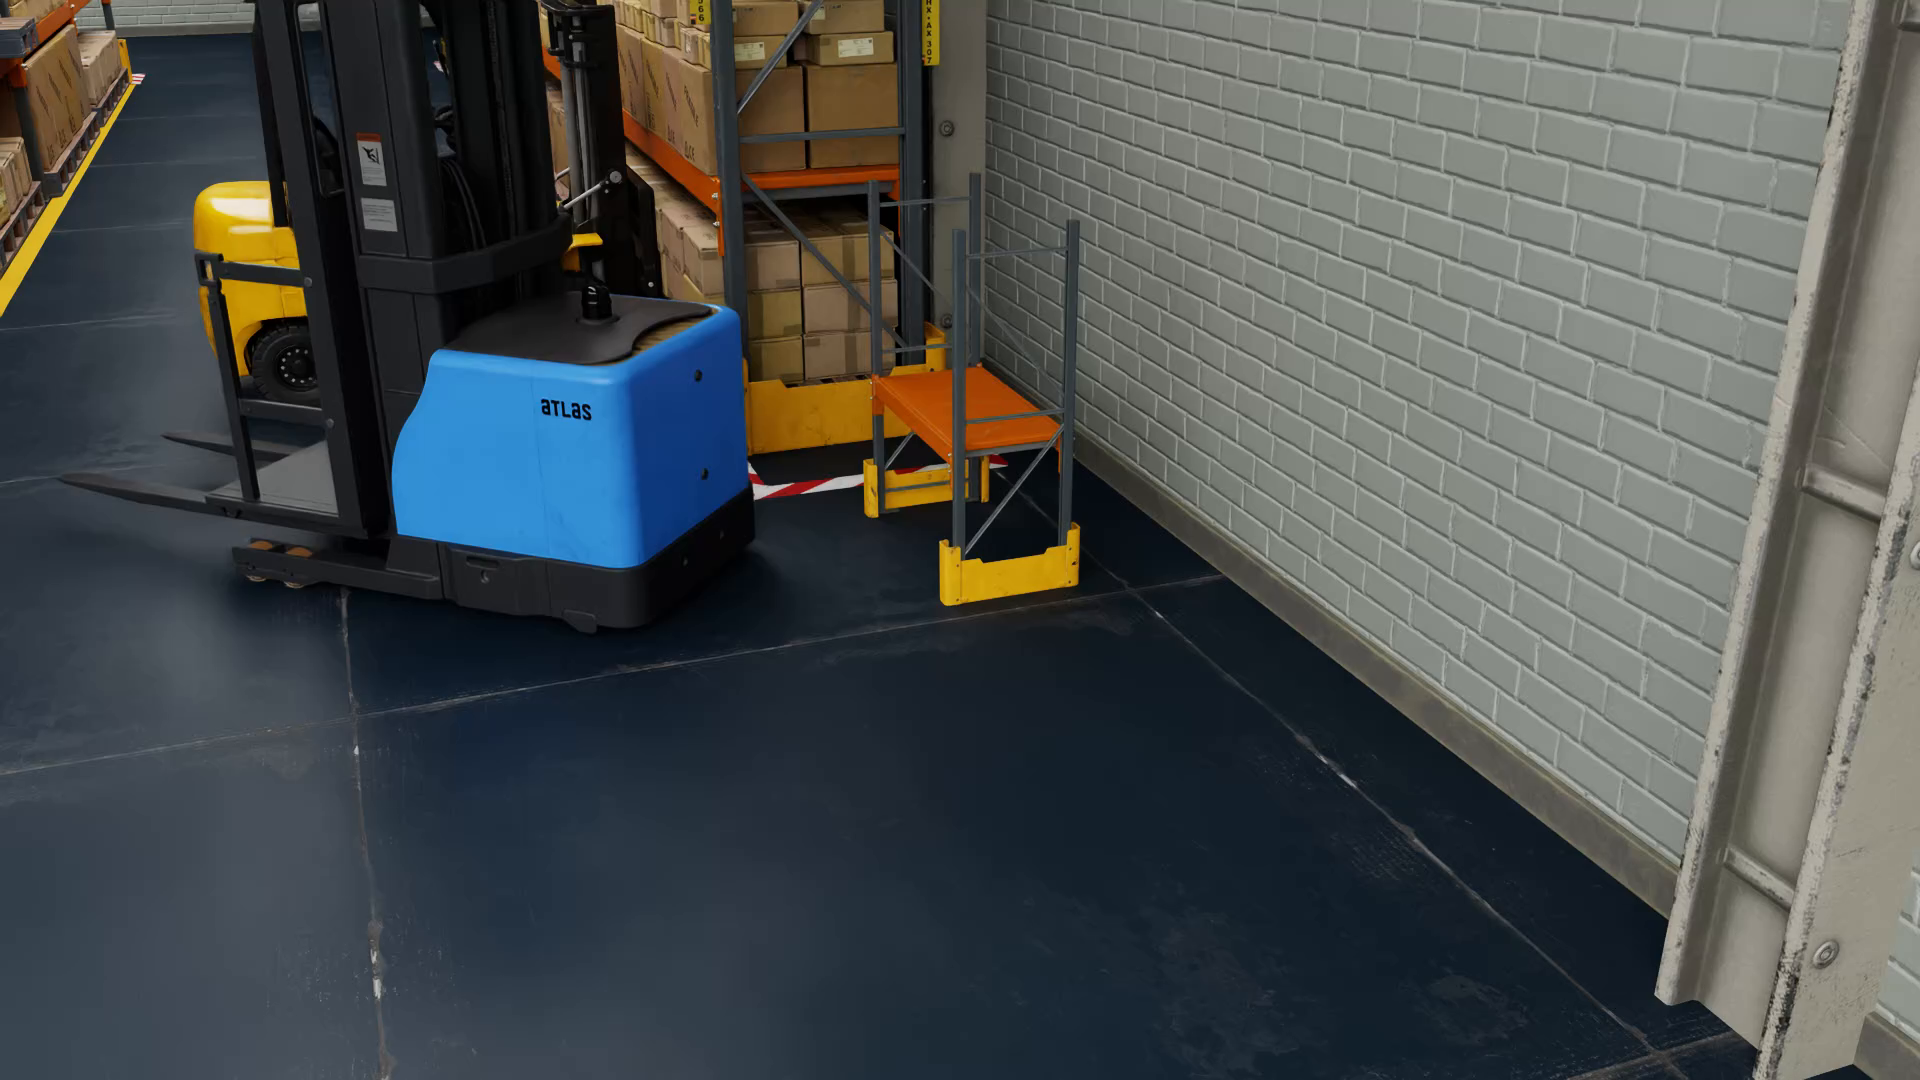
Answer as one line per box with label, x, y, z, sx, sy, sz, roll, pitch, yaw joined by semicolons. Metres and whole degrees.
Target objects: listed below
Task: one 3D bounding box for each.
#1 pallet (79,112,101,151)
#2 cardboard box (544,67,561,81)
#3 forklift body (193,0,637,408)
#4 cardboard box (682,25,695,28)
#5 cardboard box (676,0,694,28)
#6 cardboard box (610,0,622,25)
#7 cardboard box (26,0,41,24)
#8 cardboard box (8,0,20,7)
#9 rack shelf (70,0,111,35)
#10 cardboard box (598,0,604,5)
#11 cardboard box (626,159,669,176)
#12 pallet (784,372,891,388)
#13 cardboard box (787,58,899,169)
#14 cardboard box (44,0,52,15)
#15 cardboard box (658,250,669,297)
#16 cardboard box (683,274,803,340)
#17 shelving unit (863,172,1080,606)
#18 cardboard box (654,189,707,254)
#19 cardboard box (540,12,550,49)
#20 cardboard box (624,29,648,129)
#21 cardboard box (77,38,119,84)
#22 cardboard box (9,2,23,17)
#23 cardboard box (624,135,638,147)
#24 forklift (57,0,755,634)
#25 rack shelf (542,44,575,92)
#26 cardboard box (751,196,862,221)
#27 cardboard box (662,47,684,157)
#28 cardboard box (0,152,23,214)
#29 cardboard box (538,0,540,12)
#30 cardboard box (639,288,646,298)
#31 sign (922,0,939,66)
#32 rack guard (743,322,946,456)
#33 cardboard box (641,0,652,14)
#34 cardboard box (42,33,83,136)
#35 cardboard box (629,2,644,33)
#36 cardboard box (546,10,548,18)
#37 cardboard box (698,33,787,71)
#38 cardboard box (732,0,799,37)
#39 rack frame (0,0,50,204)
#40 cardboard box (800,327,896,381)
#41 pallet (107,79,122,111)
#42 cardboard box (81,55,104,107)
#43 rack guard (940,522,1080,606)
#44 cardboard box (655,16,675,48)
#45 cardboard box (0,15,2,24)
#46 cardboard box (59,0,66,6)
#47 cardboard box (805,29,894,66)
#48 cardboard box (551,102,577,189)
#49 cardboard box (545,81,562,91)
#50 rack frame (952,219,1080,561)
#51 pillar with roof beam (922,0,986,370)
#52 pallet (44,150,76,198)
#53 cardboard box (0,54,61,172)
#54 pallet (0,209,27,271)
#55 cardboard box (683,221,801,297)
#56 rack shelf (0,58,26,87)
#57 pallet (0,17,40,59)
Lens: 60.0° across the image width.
pallet;-9.207;-4.058;16.607;1.003;0.211;1.213;-8;24;-19
cardboard box;-3.906;-4.327;15.498;0.380;0.149;0.250;-10;25;-22
forklift body;-3.045;-1.983;9.185;2.313;2.155;1.214;-8;24;-19
cardboard box;-1.206;-2.559;8.496;0.380;0.149;0.250;-8;24;-18
cardboard box;-1.226;-2.695;8.436;0.380;0.149;0.250;-8;24;-18
cardboard box;-1.895;-3.202;10.020;0.380;0.149;0.250;-9;24;-20
cardboard box;-8.452;-4.679;14.681;0.500;0.250;0.500;-8;24;-17
cardboard box;-8.085;-4.539;13.707;0.500;0.250;0.500;-9;24;-19
rack shelf;-10.257;-6.008;18.569;1.077;0.370;4.000;-8;24;-19
cardboard box;-2.122;-3.488;10.699;0.380;0.149;0.250;-8;24;-18
cardboard box;-1.846;-2.191;10.298;0.500;0.250;0.500;-7;24;-17
pallet;-0.978;-0.923;9.167;1.003;0.211;1.213;-8;24;-19
cardboard box;-0.584;-2.200;8.478;0.500;0.500;0.500;-8;24;-17
cardboard box;-8.816;-5.044;15.549;0.500;0.250;0.500;-9;24;-20
cardboard box;-1.502;-1.595;9.527;0.500;0.250;0.500;-9;24;-20
cardboard box;-1.133;-1.226;8.653;0.500;0.250;0.500;-9;24;-20
shelving unit;0.027;-0.663;6.893;0.587;1.500;1.083;-8;24;-19
cardboard box;-1.496;-1.814;9.403;0.500;0.250;0.500;-8;24;-18
cardboard box;-3.023;-4.020;13.119;0.500;0.250;0.500;-8;24;-17
cardboard box;-1.632;-2.681;9.621;0.500;0.500;0.500;-8;24;-19
cardboard box;-10.305;-5.522;19.247;0.875;0.438;0.875;-8;24;-18
cardboard box;-8.074;-4.303;13.790;0.500;0.250;0.500;-9;24;-20
cardboard box;-2.204;-2.557;11.167;0.500;0.250;0.500;-9;24;-20
forklift;-2.445;-1.334;6.641;3.031;2.935;1.130;8;24;19
rack shelf;-2.788;-3.784;13.292;1.077;0.370;4.000;-8;24;-19
cardboard box;-0.841;-1.704;9.144;0.500;0.250;0.500;-8;24;-19
cardboard box;-1.263;-2.314;8.749;0.500;0.500;0.500;-8;24;-17
cardboard box;-7.678;-2.669;12.562;0.950;0.372;0.625;-9;24;-20
cardboard box;-3.223;-4.434;13.457;0.500;0.250;0.500;-9;24;-20
cardboard box;-1.670;-1.540;10.041;0.500;0.250;0.500;-8;24;-17
sign;-0.147;-2.445;7.972;0.100;0.325;0.005;-8;24;-19
rack guard;-0.660;-0.775;8.444;1.175;0.500;0.348;-8;24;-19
cardboard box;-1.537;-2.969;9.084;0.380;0.149;0.250;-8;24;-18
cardboard box;-8.930;-4.286;15.752;0.875;0.875;0.875;-8;24;-17
cardboard box;-1.687;-3.017;9.583;0.380;0.149;0.250;-9;24;-20
cardboard box;-2.858;-4.066;12.584;0.500;0.250;0.500;-8;24;-18
cardboard box;-1.053;-2.368;8.042;0.380;0.149;0.250;-8;24;-18
cardboard box;-0.992;-2.519;8.017;0.380;0.149;0.250;-8;24;-19
rack frame;-8.137;-4.160;13.257;1.000;3.000;0.127;-8;24;-19
cardboard box;-0.659;-1.067;8.919;0.500;0.250;0.500;-8;24;-19
pallet;-10.180;-5.059;18.982;1.003;0.211;1.213;-8;24;-19
cardboard box;-9.671;-4.869;17.698;0.875;0.438;0.875;-9;24;-20
rack guard;0.203;0.093;6.706;0.587;0.250;0.087;-8;24;-19
cardboard box;-1.421;-2.742;8.928;0.380;0.149;0.250;-9;25;-21
cardboard box;-7.508;-3.978;12.608;0.380;0.149;0.250;-9;24;-19
cardboard box;-9.156;-5.416;16.430;0.500;0.250;0.500;-9;24;-20
cardboard box;-0.546;-2.439;8.211;0.380;0.149;0.250;-9;24;-20
cardboard box;-2.811;-3.232;13.573;0.875;0.625;0.625;-9;25;-21
cardboard box;-3.287;-3.713;14.714;0.875;0.625;0.625;-8;24;-17
rack frame;0.210;-0.475;6.447;0.500;1.500;0.032;-8;24;-19
pillar with roof beam;-4.099;-4.486;6.307;9.100;9.000;0.400;-8;24;-19
pallet;-8.345;-3.172;14.503;1.003;0.211;1.213;-8;24;-19
cardboard box;-8.303;-3.637;14.211;0.875;0.875;0.875;-9;24;-19
pallet;-7.435;-2.148;12.075;1.003;0.211;1.213;-8;24;-19
cardboard box;-1.123;-1.447;8.533;0.500;0.250;0.500;-8;24;-17
rack shelf;-7.430;-3.102;11.673;1.077;0.370;4.000;-8;24;-19
pallet;-7.786;-3.827;12.715;1.213;0.211;1.003;-8;24;-19
